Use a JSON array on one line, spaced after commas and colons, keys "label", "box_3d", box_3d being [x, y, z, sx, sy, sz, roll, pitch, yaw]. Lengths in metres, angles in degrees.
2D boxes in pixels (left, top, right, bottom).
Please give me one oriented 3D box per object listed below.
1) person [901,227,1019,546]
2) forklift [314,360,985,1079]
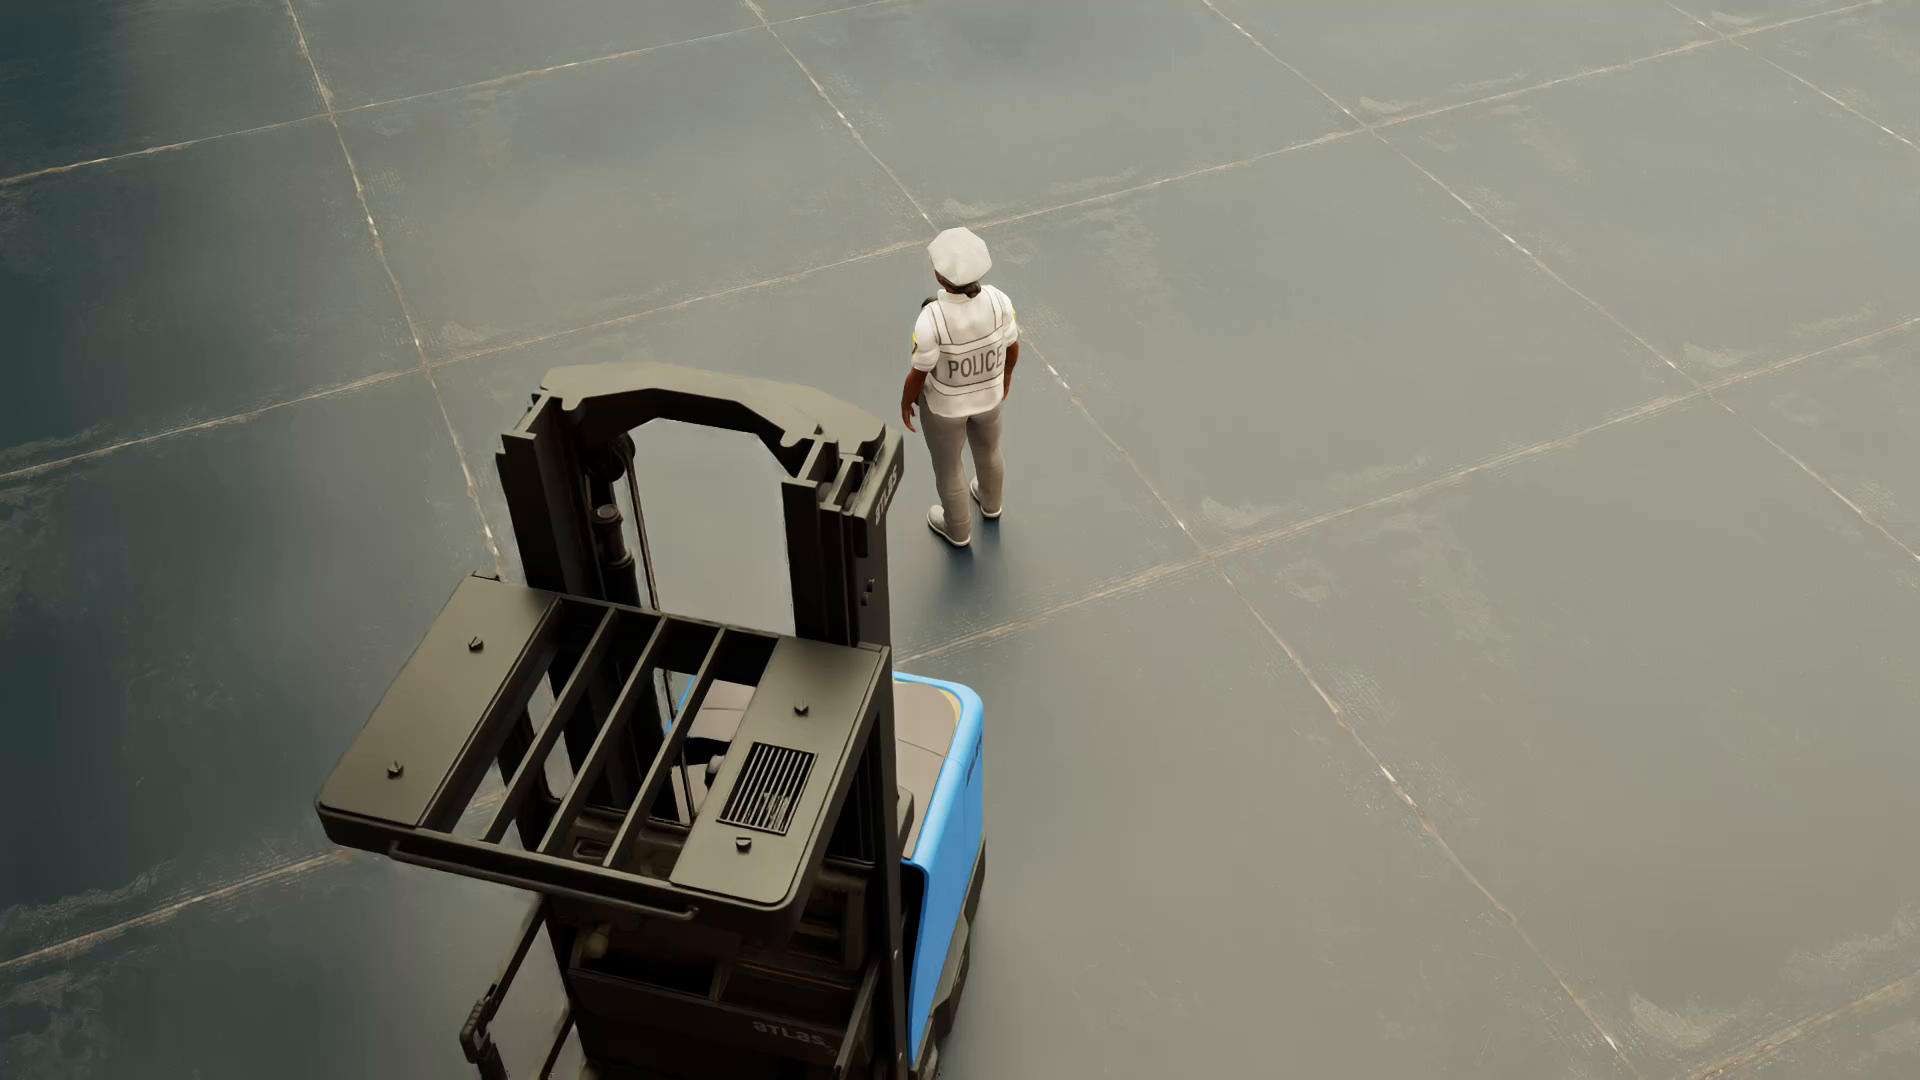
[{"label": "person", "box_3d": [-0.014, -0.676, 7.302, 0.570, 1.694, 0.528, -18, 46, -18]}, {"label": "forklift", "box_3d": [-0.764, 1.114, 4.487, 1.130, 2.935, 3.031, 10, 44, 10]}]
